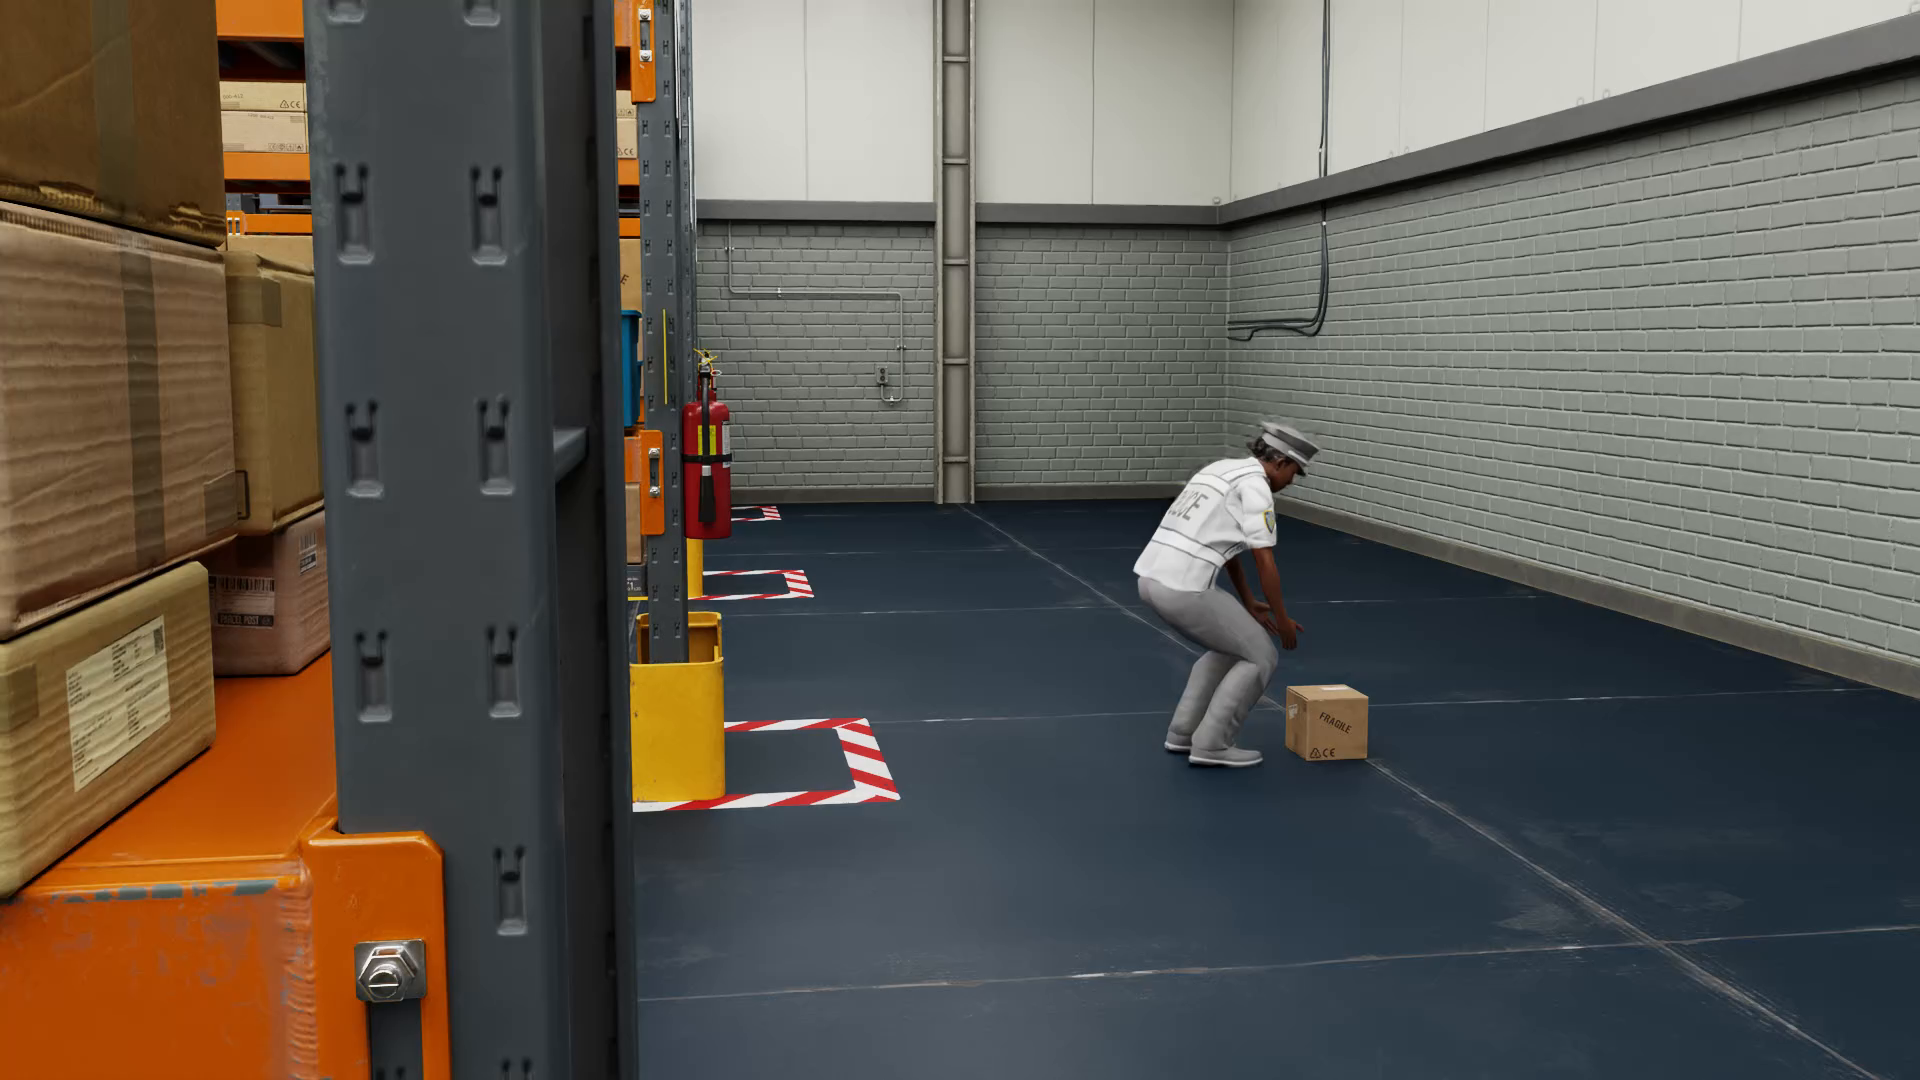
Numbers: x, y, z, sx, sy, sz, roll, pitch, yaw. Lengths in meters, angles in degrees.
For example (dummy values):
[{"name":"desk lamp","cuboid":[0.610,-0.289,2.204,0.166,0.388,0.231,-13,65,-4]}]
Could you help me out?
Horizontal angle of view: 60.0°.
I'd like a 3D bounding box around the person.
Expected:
[{"name":"person","cuboid":[1.050,0.207,6.571,0.741,1.323,0.496,-1,7,-9]}]
